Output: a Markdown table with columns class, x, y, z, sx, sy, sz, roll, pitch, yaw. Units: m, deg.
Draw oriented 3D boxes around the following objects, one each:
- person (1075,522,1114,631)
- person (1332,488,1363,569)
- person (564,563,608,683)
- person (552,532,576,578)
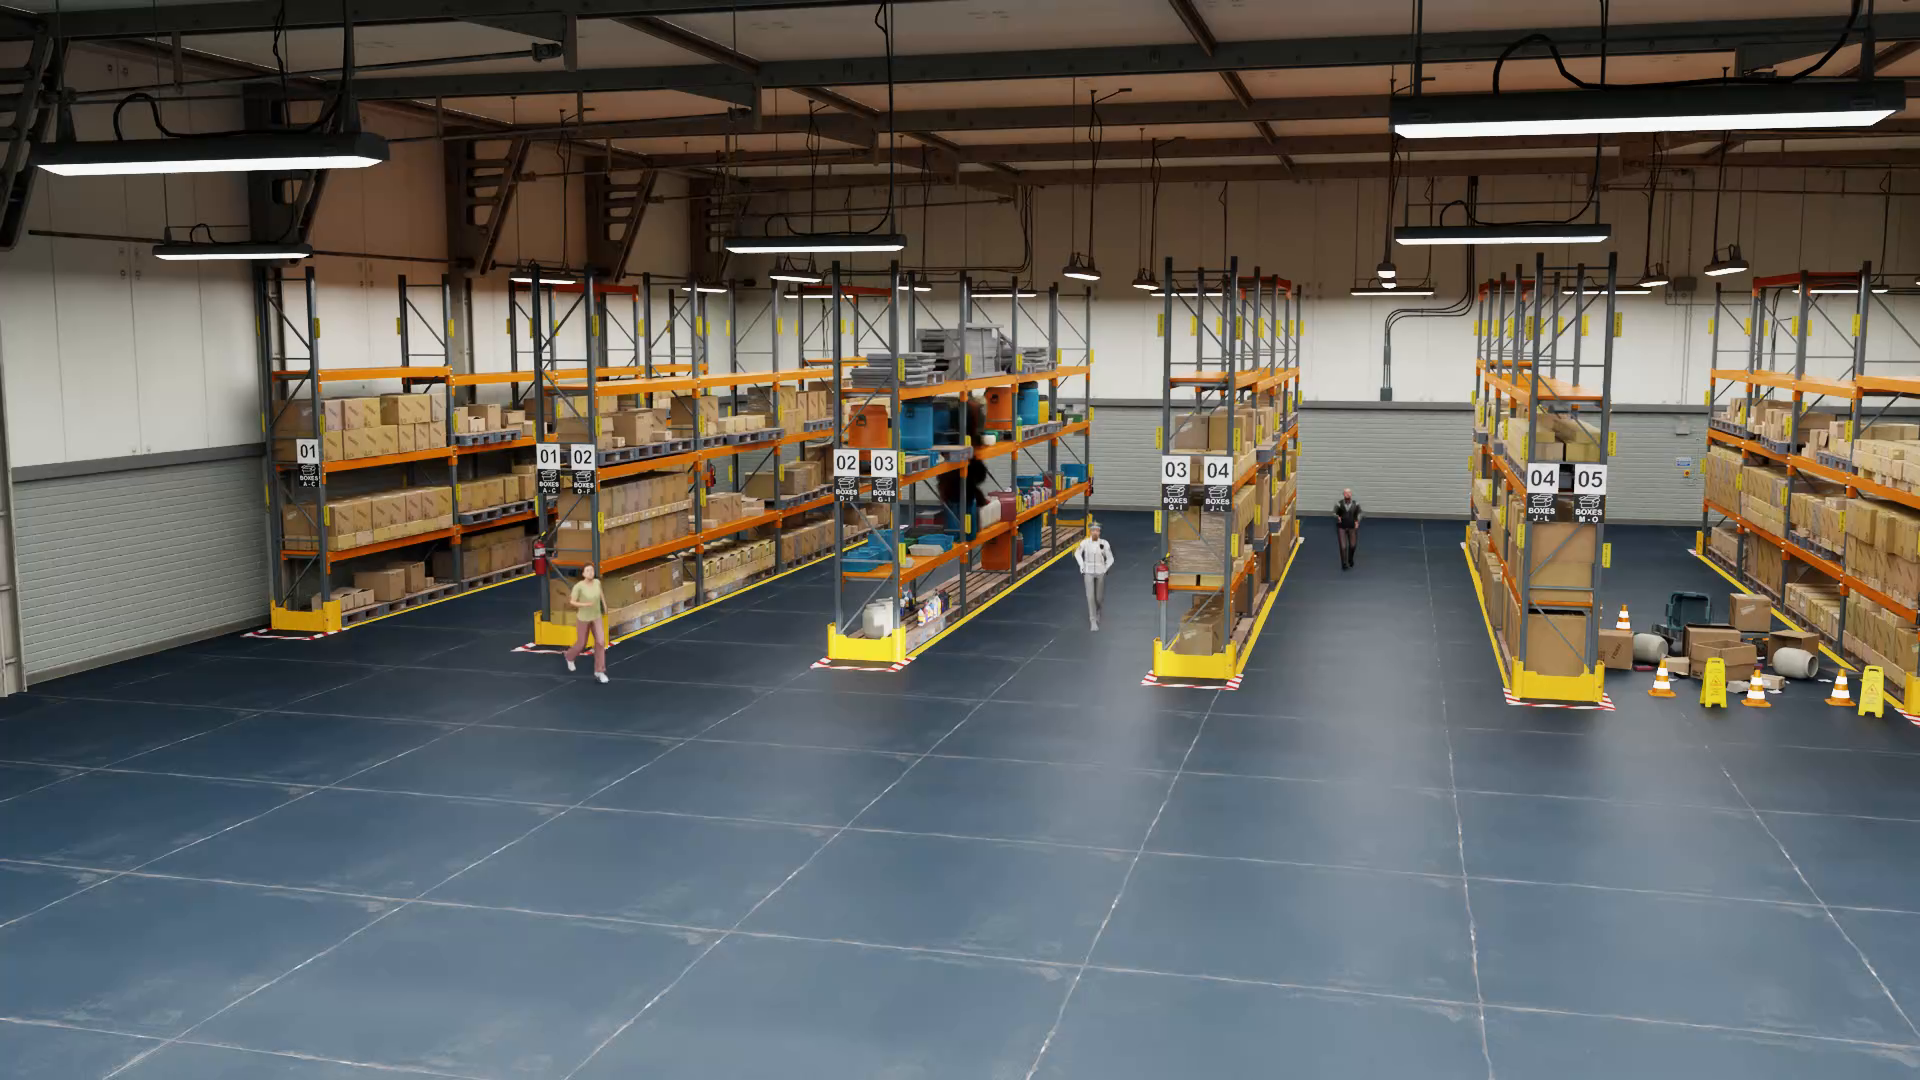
| class | x | y | z | sx | sy | sz | roll | pitch | yaw |
| --- | --- | --- | --- | --- | --- | --- | --- | --- | --- |
| person | 2.130 | 0.546 | 26.385 | 0.618 | 1.693 | 0.717 | 0 | 7 | 3 |
| person | 8.066 | -0.227 | 34.621 | 0.649 | 1.673 | 0.580 | 1 | 7 | 10 |
| person | -5.341 | 1.153 | 23.859 | 0.583 | 1.684 | 0.971 | -5 | 9 | -37 |
| person | -7.201 | 0.369 | 30.398 | 0.545 | 1.552 | 0.857 | 0 | 7 | 2 |
